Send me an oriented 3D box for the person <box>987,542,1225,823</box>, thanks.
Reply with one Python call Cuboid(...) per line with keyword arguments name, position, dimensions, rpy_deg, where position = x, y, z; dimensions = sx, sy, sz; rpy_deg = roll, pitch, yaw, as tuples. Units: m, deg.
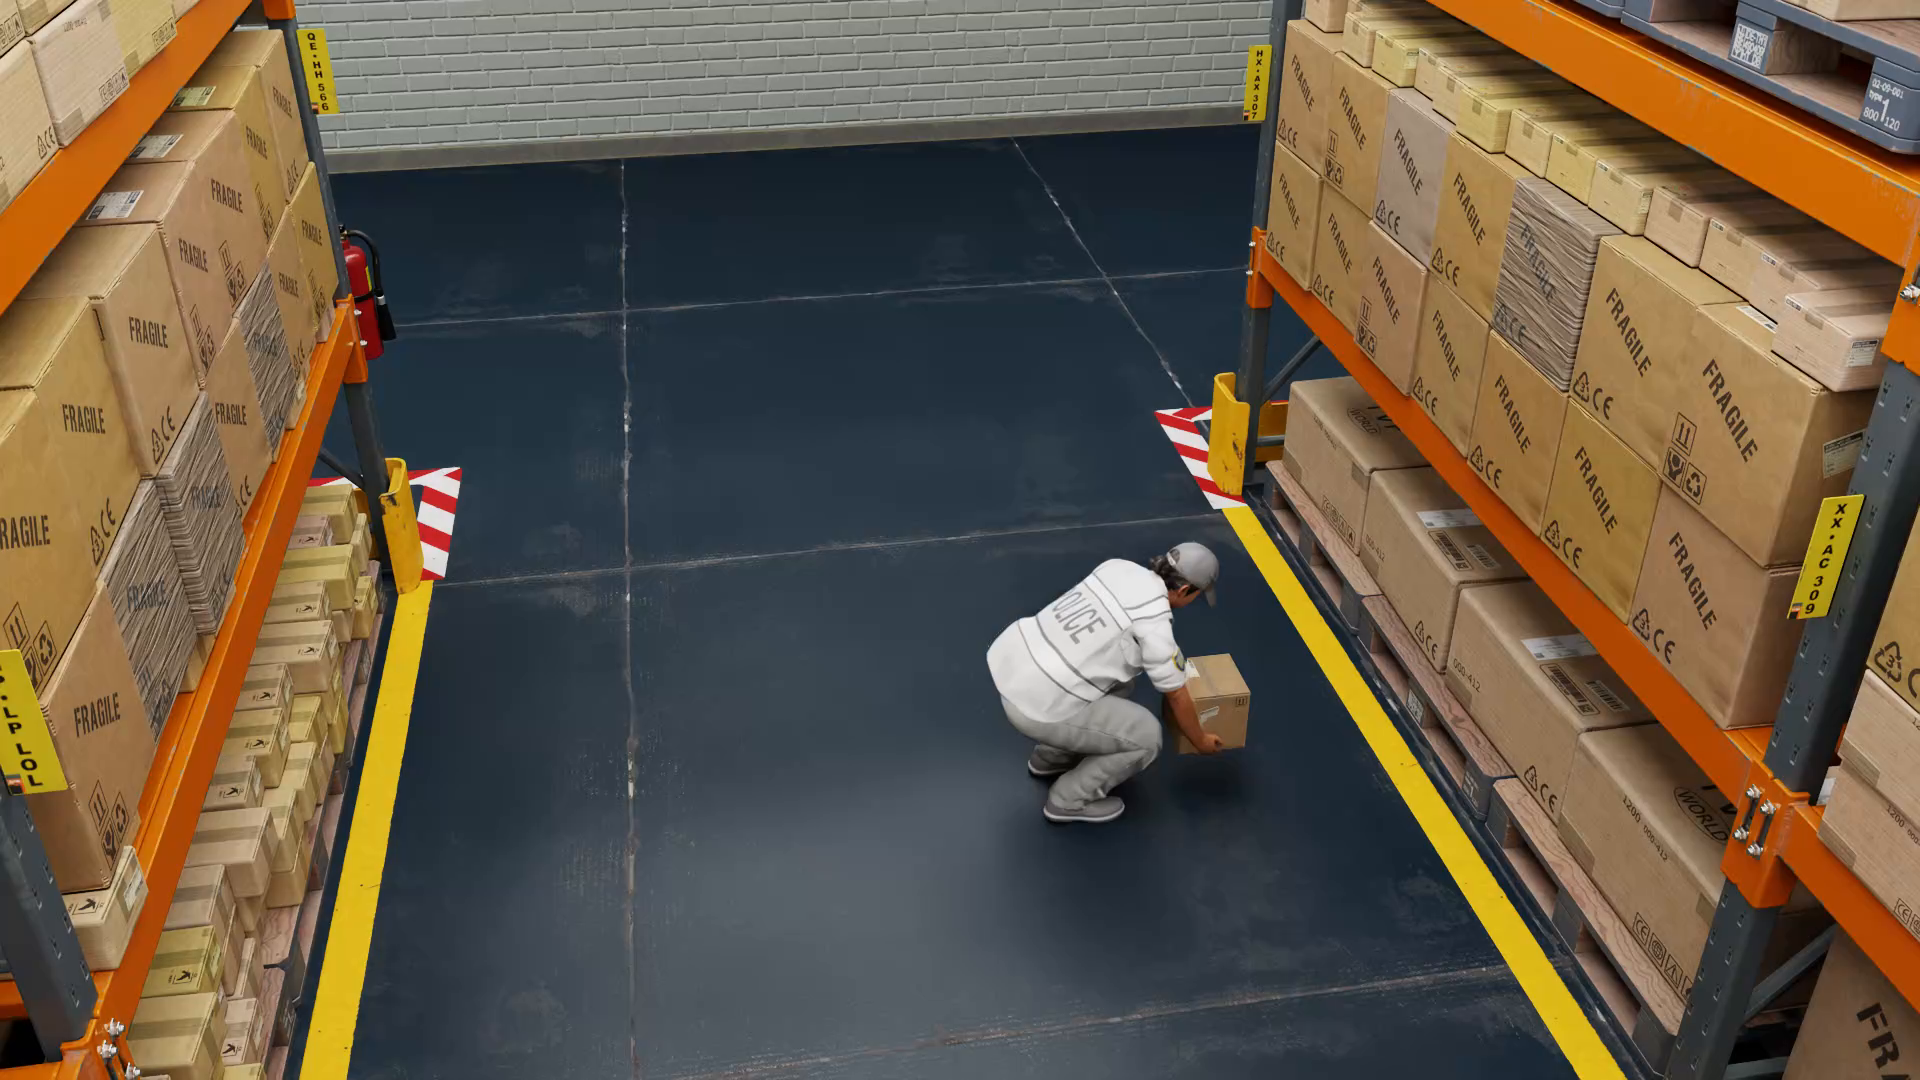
Cuboid(name="person", position=(0.519, 0.491, 5.978), dimensions=(0.840, 0.986, 0.530), rpy_deg=(-5, 31, -9))
